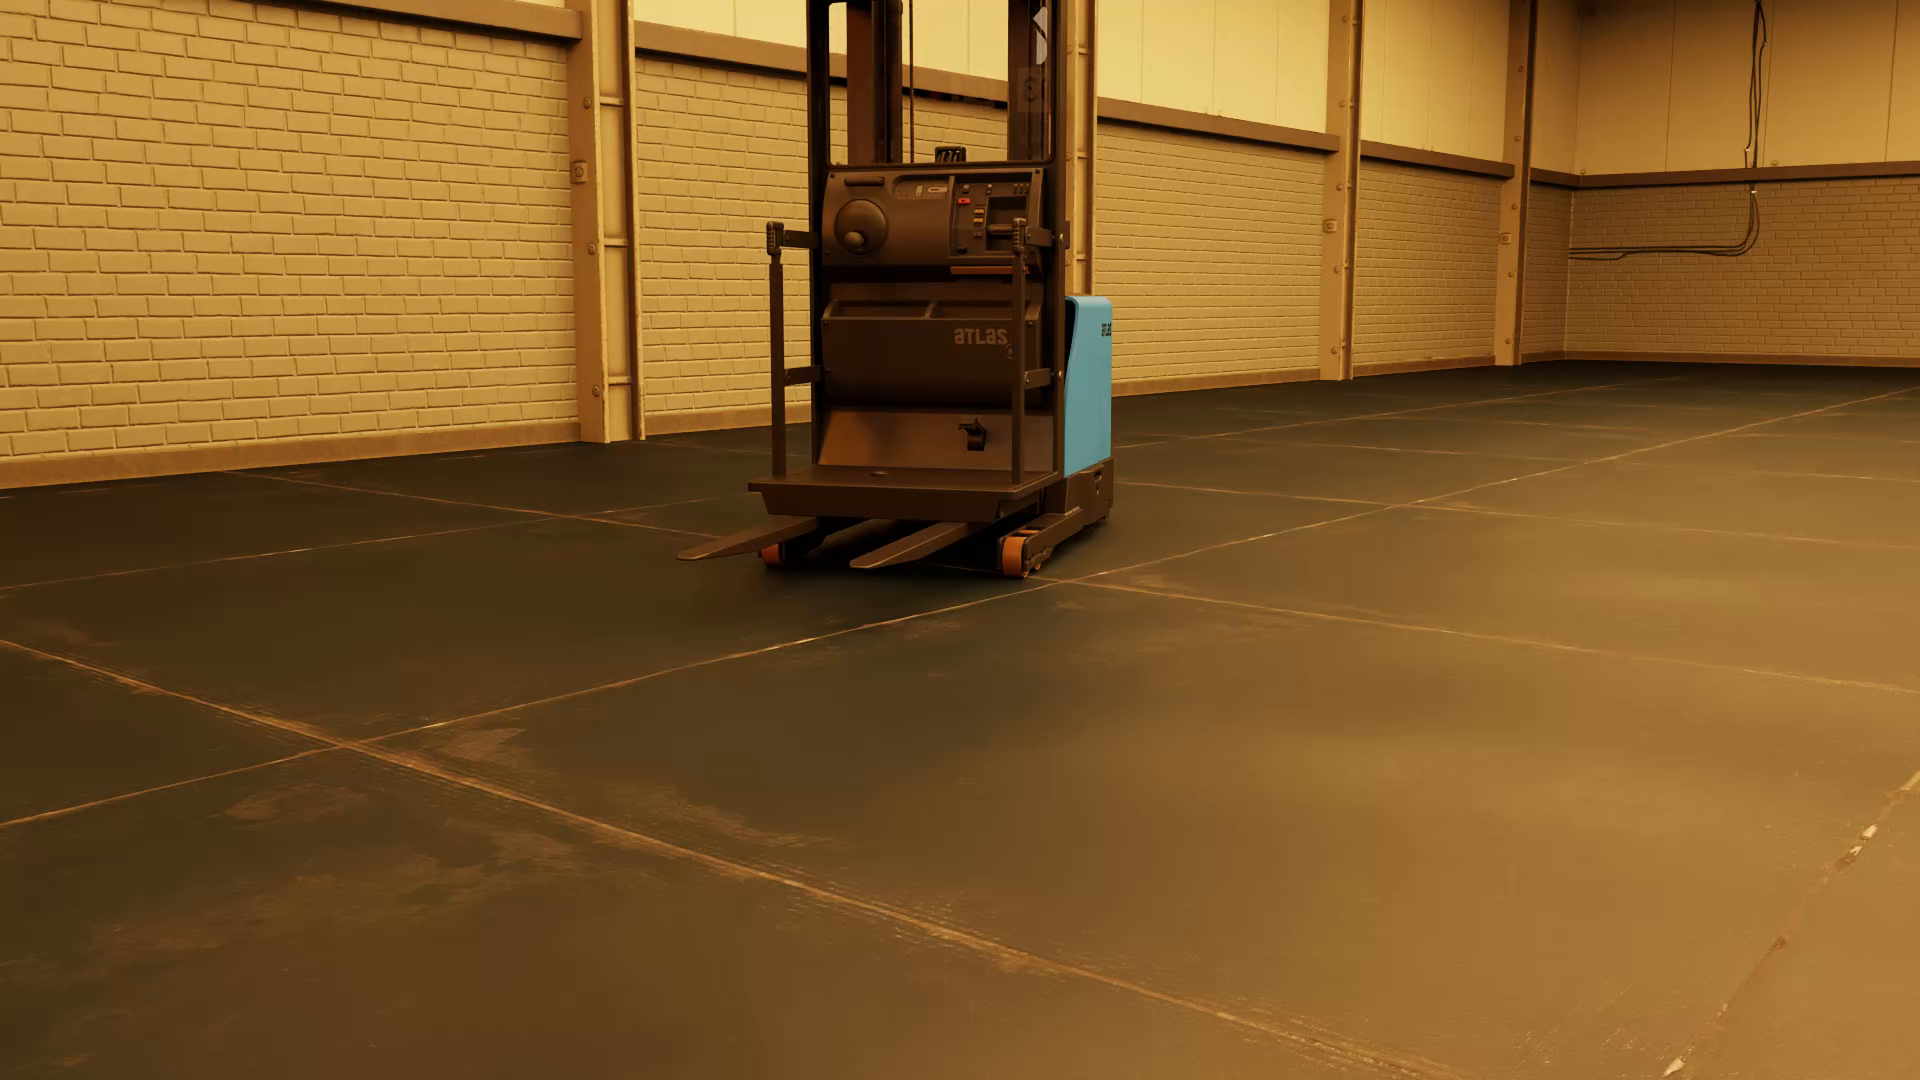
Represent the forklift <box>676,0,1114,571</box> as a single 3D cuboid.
[{"bbox_3d":[-0.176,-1.366,6.616,1.130,2.935,3.031,3,9,17],"label":"forklift"}]
